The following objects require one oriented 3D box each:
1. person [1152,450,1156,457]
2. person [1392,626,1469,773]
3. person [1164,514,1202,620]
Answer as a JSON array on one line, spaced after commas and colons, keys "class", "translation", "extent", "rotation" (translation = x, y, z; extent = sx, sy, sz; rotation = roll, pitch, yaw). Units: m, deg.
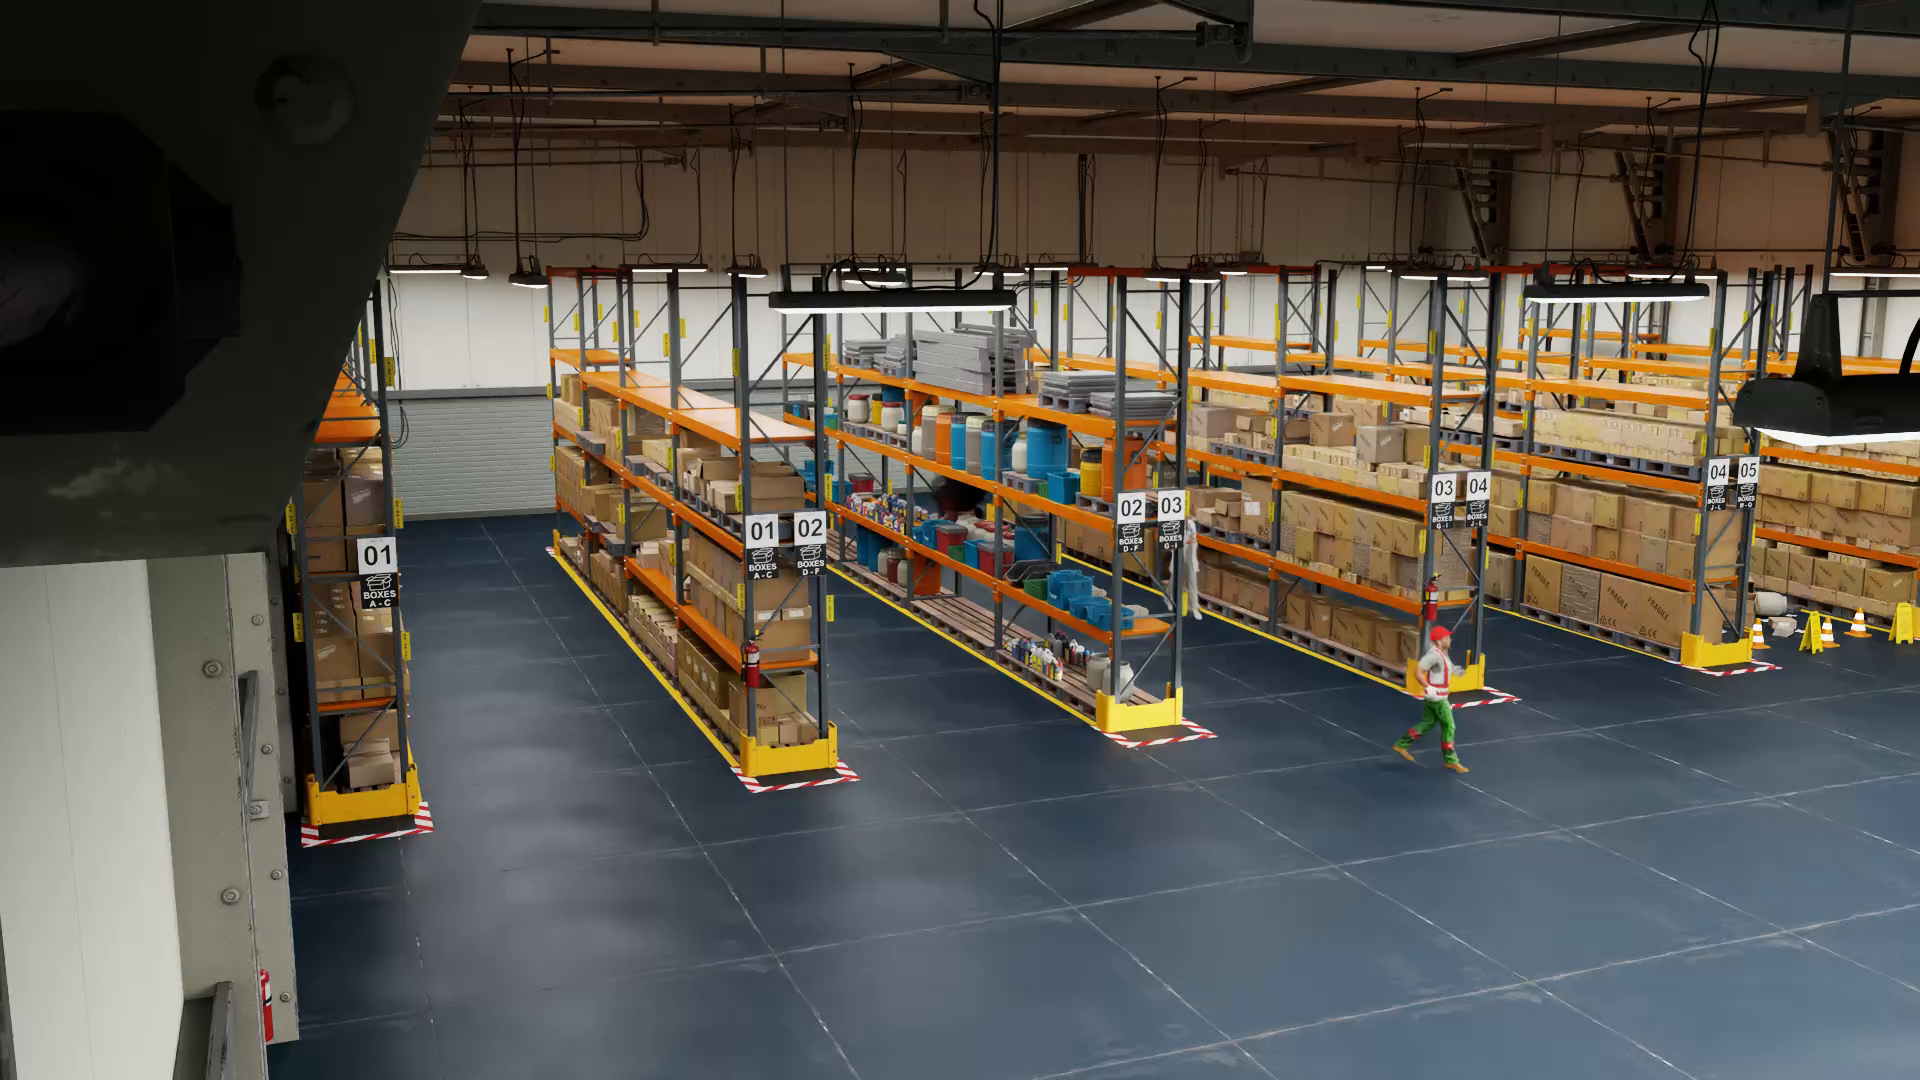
[{"class": "person", "translation": [4.835, -1.603, 41.383], "extent": [0.536, 1.548, 0.713], "rotation": [-6, 11, -30]}, {"class": "person", "translation": [5.810, 1.928, 20.400], "extent": [0.928, 1.804, 0.633], "rotation": [3, 10, 14]}, {"class": "person", "translation": [3.727, 0.340, 27.713], "extent": [0.684, 1.817, 0.889], "rotation": [-4, 11, -23]}]
